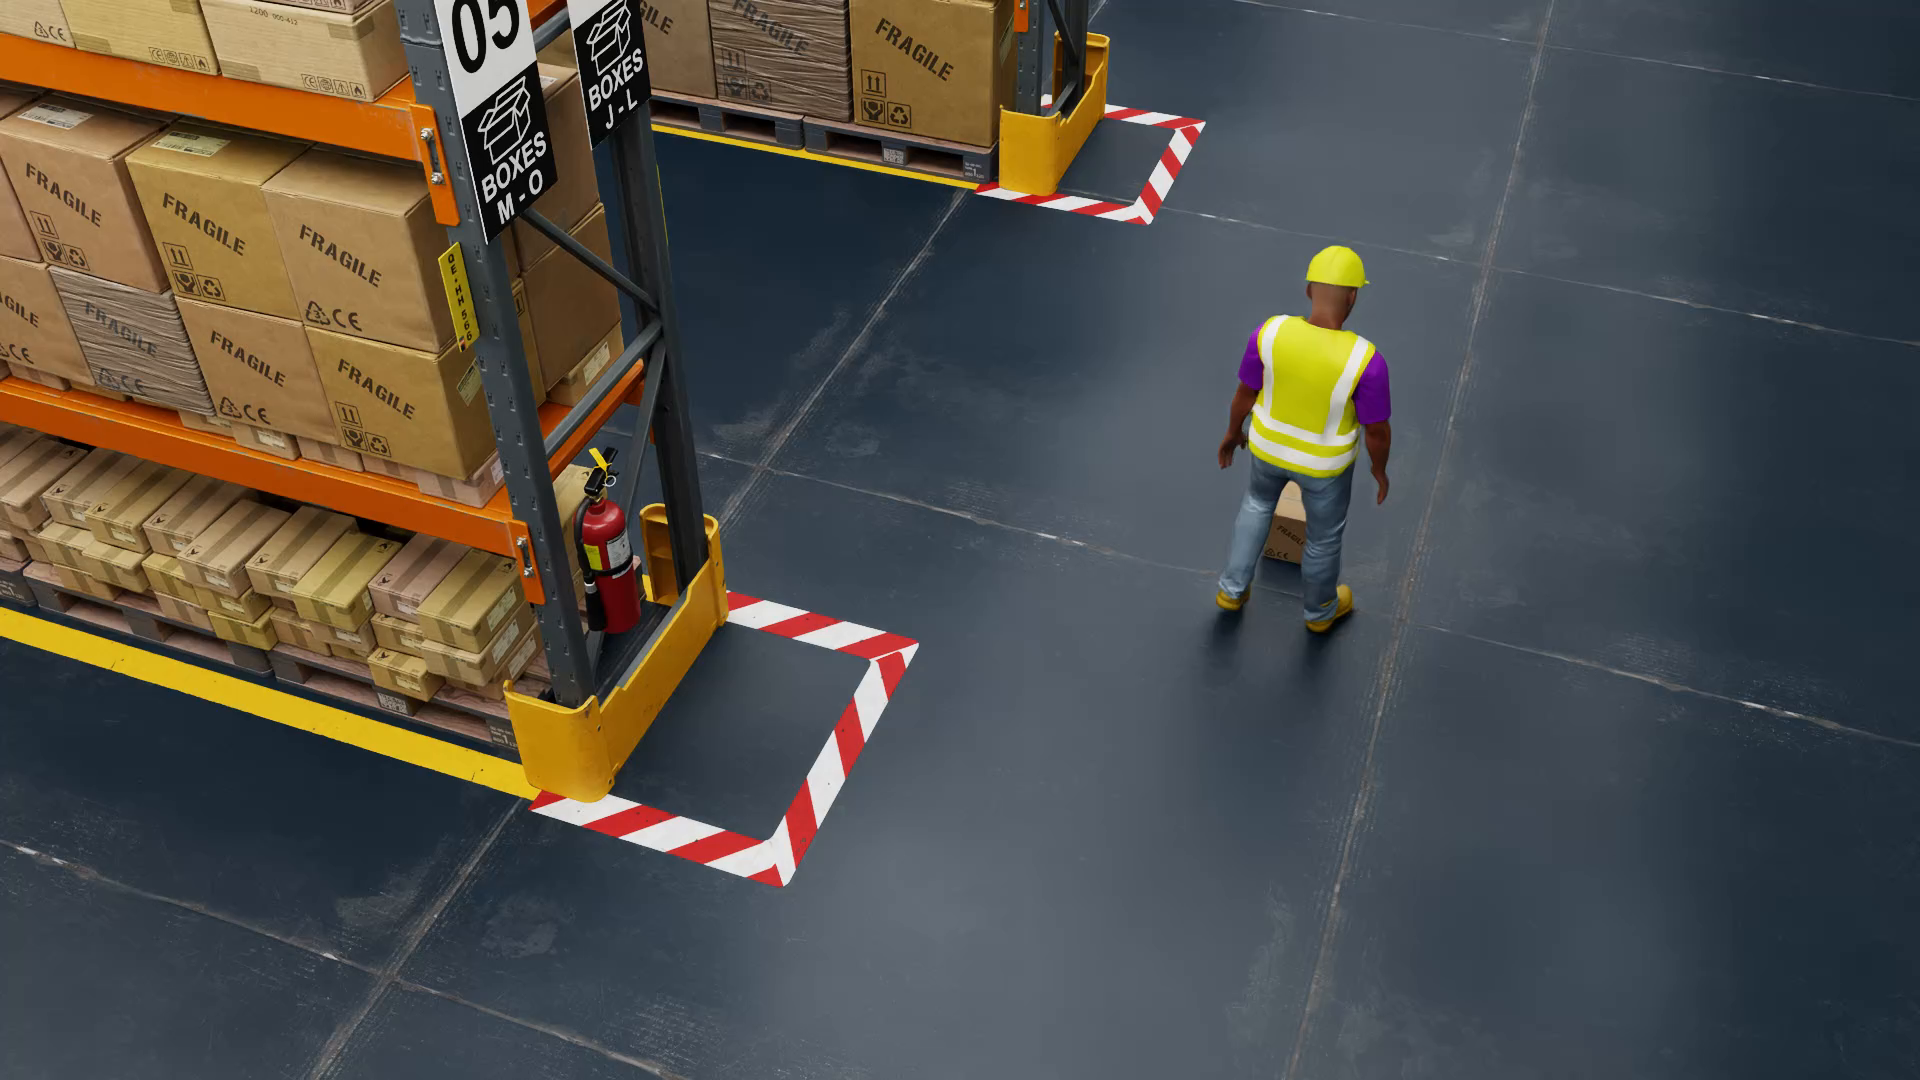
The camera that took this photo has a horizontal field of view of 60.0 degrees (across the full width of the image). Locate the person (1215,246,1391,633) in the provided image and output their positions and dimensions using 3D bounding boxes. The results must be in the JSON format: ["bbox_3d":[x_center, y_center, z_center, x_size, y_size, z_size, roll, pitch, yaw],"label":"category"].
[{"bbox_3d":[1.371,-0.361,6.525,0.676,1.764,0.488,21,45,22],"label":"person"}]
